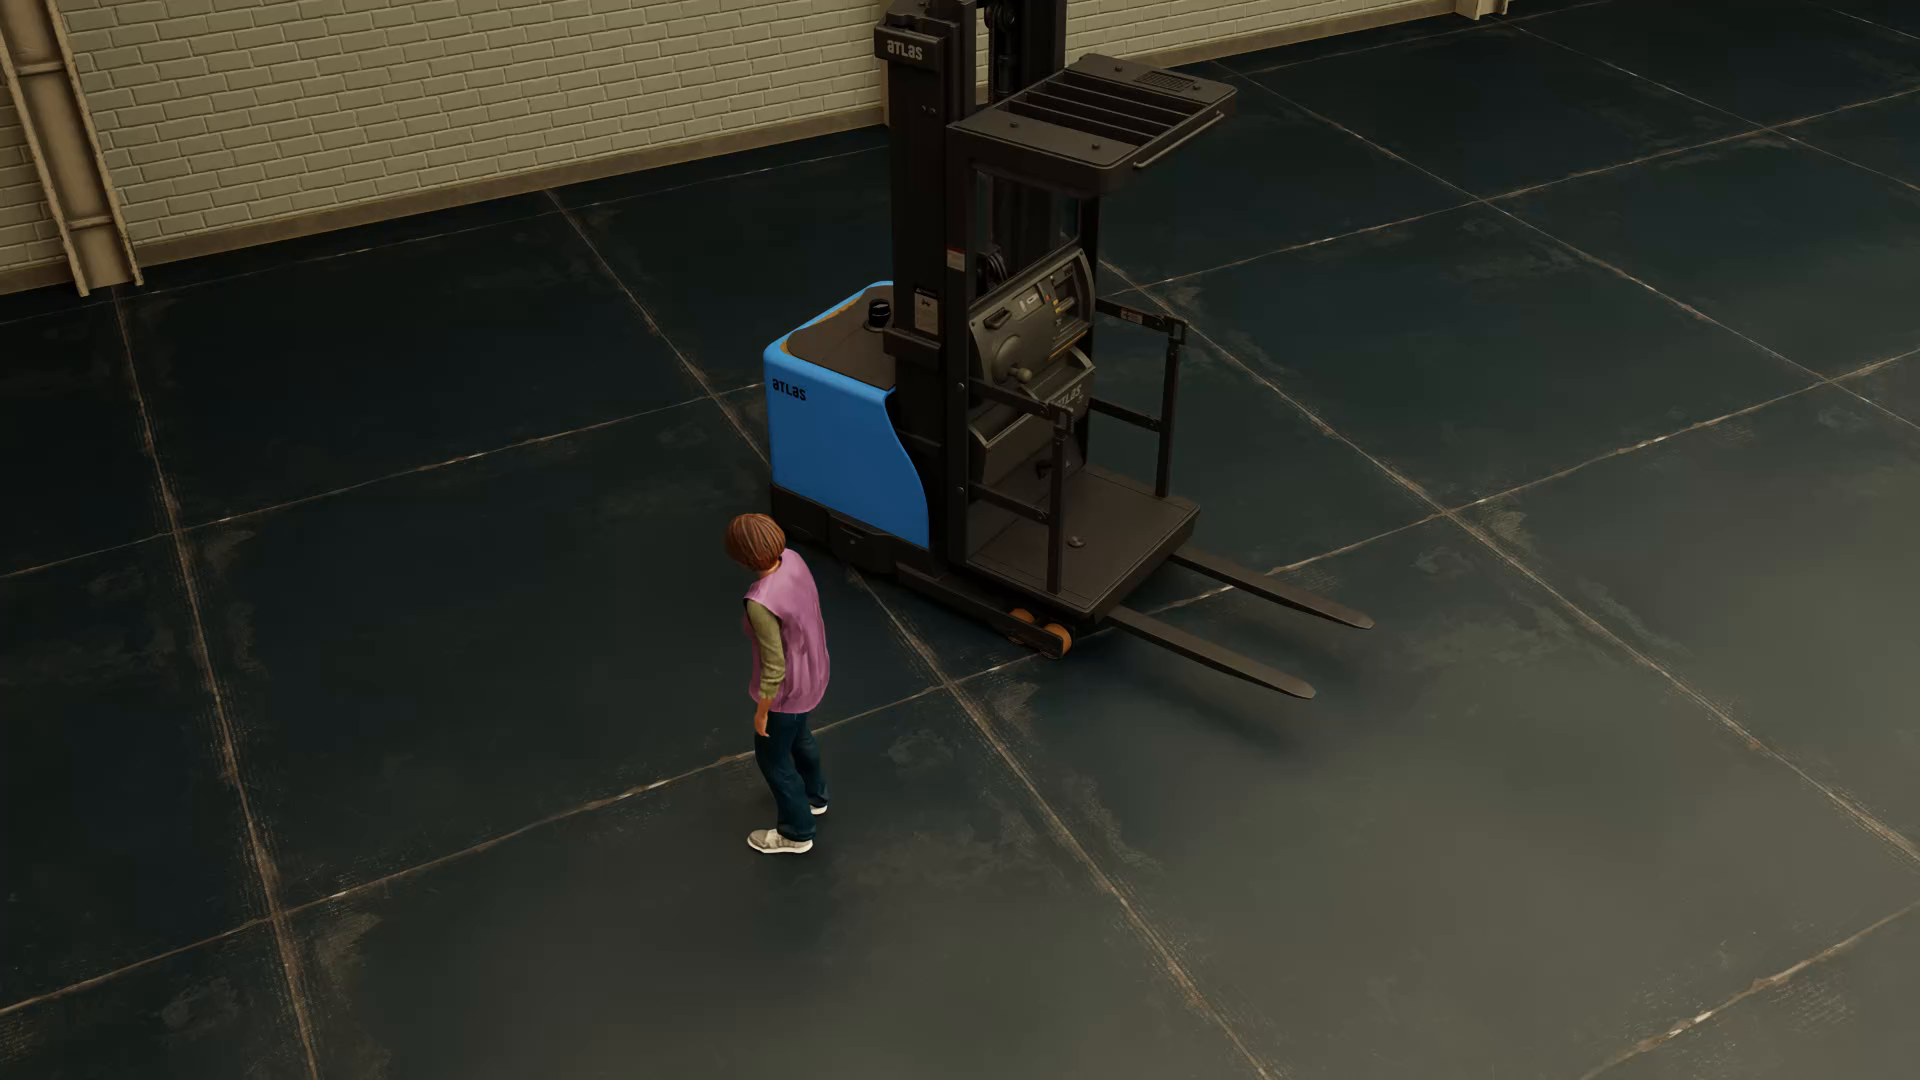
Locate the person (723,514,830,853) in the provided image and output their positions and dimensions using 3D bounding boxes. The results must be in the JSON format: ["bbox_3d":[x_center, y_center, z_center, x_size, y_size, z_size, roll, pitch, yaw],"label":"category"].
[{"bbox_3d":[-0.689,0.566,6.485,0.348,1.590,0.465,9,36,12],"label":"person"}]

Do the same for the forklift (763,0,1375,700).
[{"bbox_3d":[0.508,-0.985,7.517,3.031,2.935,1.130,23,41,29],"label":"forklift"}]
